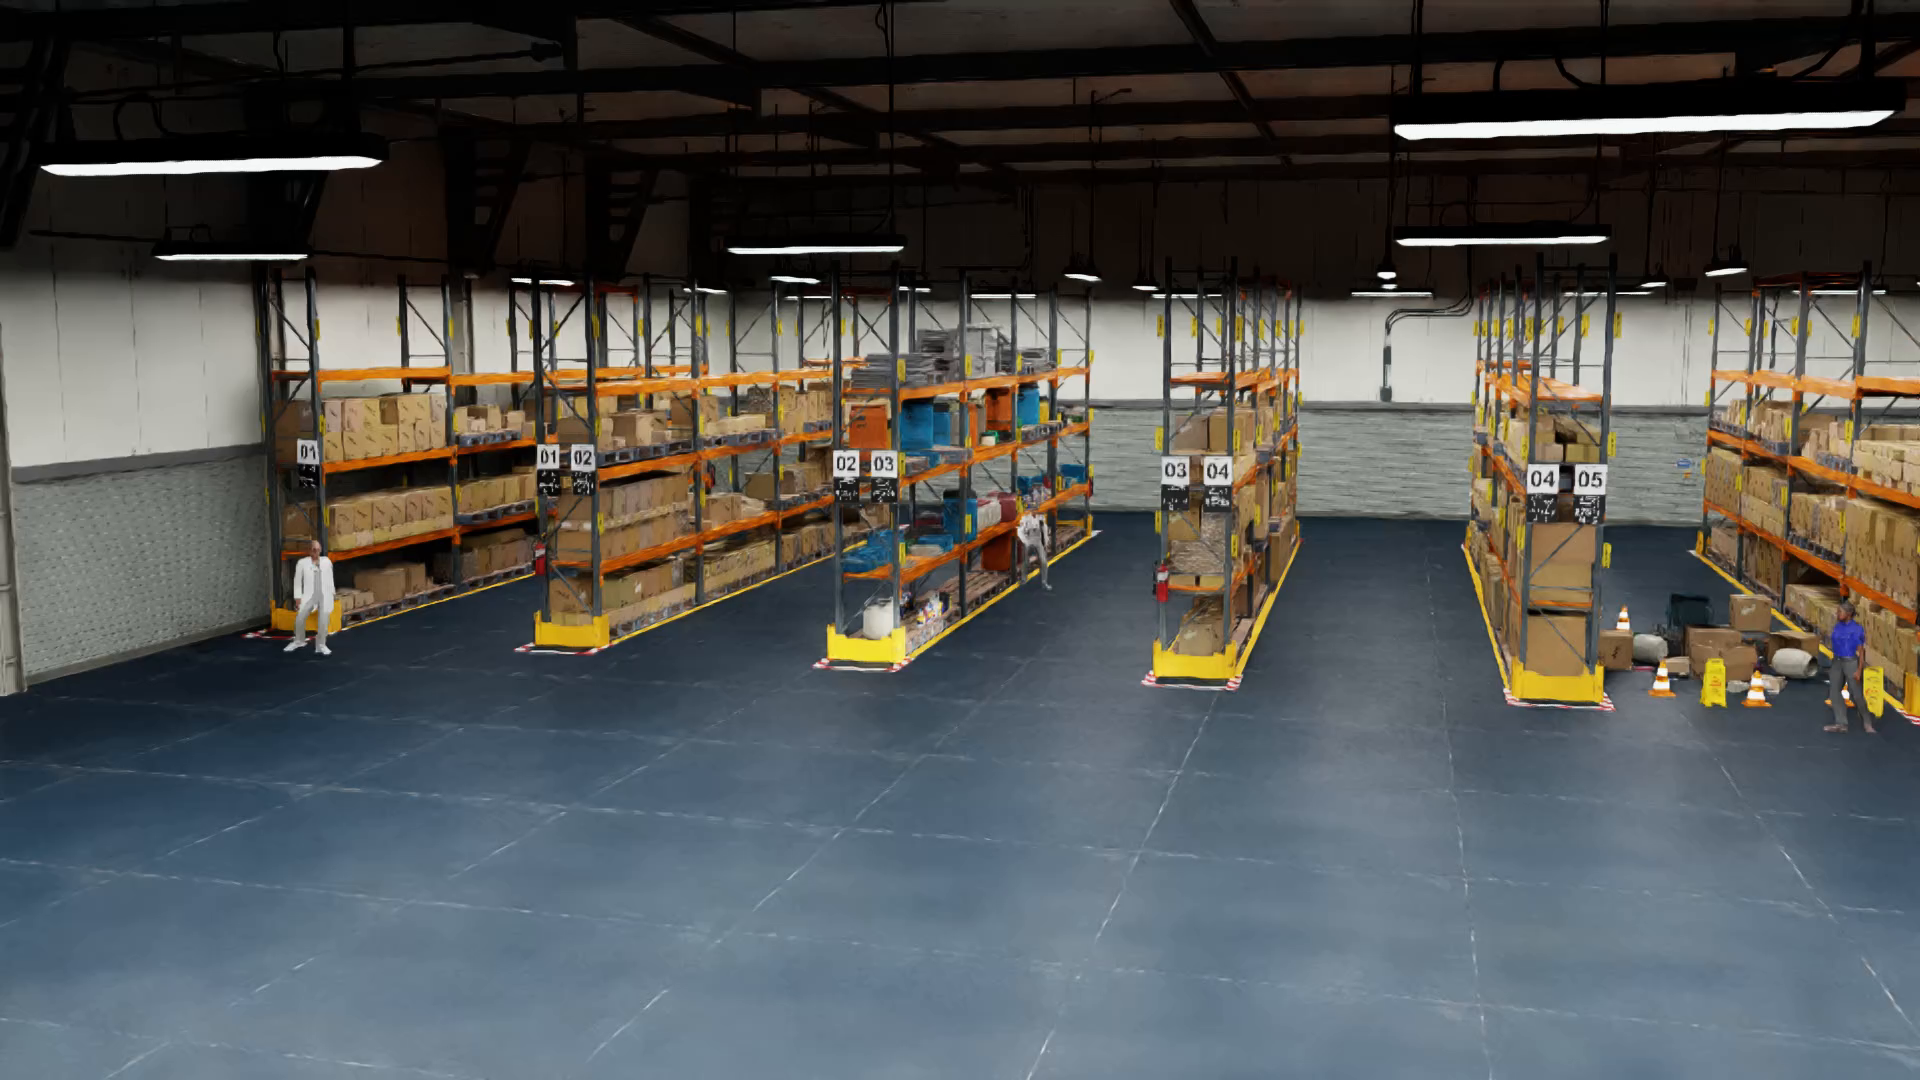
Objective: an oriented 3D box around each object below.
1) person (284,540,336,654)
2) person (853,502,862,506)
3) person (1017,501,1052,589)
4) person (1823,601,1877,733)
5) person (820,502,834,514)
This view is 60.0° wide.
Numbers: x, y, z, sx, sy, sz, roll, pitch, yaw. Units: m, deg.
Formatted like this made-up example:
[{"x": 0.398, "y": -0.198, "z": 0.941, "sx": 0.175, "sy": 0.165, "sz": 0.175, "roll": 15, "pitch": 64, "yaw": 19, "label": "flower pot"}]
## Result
[{"x": -10.037, "y": 0.881, "z": 25.634, "sx": 0.783, "sy": 1.769, "sz": 0.557, "roll": -4, "pitch": 8, "yaw": -26, "label": "person"}, {"x": -3.161, "y": -1.727, "z": 46.755, "sx": 0.638, "sy": 1.588, "sz": 0.529, "roll": -6, "pitch": 9, "yaw": -39, "label": "person"}, {"x": 1.346, "y": 0.066, "z": 30.394, "sx": 0.638, "sy": 1.607, "sz": 0.815, "roll": 0, "pitch": 7, "yaw": -2, "label": "person"}, {"x": 11.116, "y": 1.630, "z": 20.708, "sx": 0.534, "sy": 1.546, "sz": 0.571, "roll": -2, "pitch": 8, "yaw": -15, "label": "person"}, {"x": -3.389, "y": -1.389, "z": 43.357, "sx": 0.469, "sy": 1.775, "sz": 0.715, "roll": 7, "pitch": 10, "yaw": 42, "label": "person"}]
